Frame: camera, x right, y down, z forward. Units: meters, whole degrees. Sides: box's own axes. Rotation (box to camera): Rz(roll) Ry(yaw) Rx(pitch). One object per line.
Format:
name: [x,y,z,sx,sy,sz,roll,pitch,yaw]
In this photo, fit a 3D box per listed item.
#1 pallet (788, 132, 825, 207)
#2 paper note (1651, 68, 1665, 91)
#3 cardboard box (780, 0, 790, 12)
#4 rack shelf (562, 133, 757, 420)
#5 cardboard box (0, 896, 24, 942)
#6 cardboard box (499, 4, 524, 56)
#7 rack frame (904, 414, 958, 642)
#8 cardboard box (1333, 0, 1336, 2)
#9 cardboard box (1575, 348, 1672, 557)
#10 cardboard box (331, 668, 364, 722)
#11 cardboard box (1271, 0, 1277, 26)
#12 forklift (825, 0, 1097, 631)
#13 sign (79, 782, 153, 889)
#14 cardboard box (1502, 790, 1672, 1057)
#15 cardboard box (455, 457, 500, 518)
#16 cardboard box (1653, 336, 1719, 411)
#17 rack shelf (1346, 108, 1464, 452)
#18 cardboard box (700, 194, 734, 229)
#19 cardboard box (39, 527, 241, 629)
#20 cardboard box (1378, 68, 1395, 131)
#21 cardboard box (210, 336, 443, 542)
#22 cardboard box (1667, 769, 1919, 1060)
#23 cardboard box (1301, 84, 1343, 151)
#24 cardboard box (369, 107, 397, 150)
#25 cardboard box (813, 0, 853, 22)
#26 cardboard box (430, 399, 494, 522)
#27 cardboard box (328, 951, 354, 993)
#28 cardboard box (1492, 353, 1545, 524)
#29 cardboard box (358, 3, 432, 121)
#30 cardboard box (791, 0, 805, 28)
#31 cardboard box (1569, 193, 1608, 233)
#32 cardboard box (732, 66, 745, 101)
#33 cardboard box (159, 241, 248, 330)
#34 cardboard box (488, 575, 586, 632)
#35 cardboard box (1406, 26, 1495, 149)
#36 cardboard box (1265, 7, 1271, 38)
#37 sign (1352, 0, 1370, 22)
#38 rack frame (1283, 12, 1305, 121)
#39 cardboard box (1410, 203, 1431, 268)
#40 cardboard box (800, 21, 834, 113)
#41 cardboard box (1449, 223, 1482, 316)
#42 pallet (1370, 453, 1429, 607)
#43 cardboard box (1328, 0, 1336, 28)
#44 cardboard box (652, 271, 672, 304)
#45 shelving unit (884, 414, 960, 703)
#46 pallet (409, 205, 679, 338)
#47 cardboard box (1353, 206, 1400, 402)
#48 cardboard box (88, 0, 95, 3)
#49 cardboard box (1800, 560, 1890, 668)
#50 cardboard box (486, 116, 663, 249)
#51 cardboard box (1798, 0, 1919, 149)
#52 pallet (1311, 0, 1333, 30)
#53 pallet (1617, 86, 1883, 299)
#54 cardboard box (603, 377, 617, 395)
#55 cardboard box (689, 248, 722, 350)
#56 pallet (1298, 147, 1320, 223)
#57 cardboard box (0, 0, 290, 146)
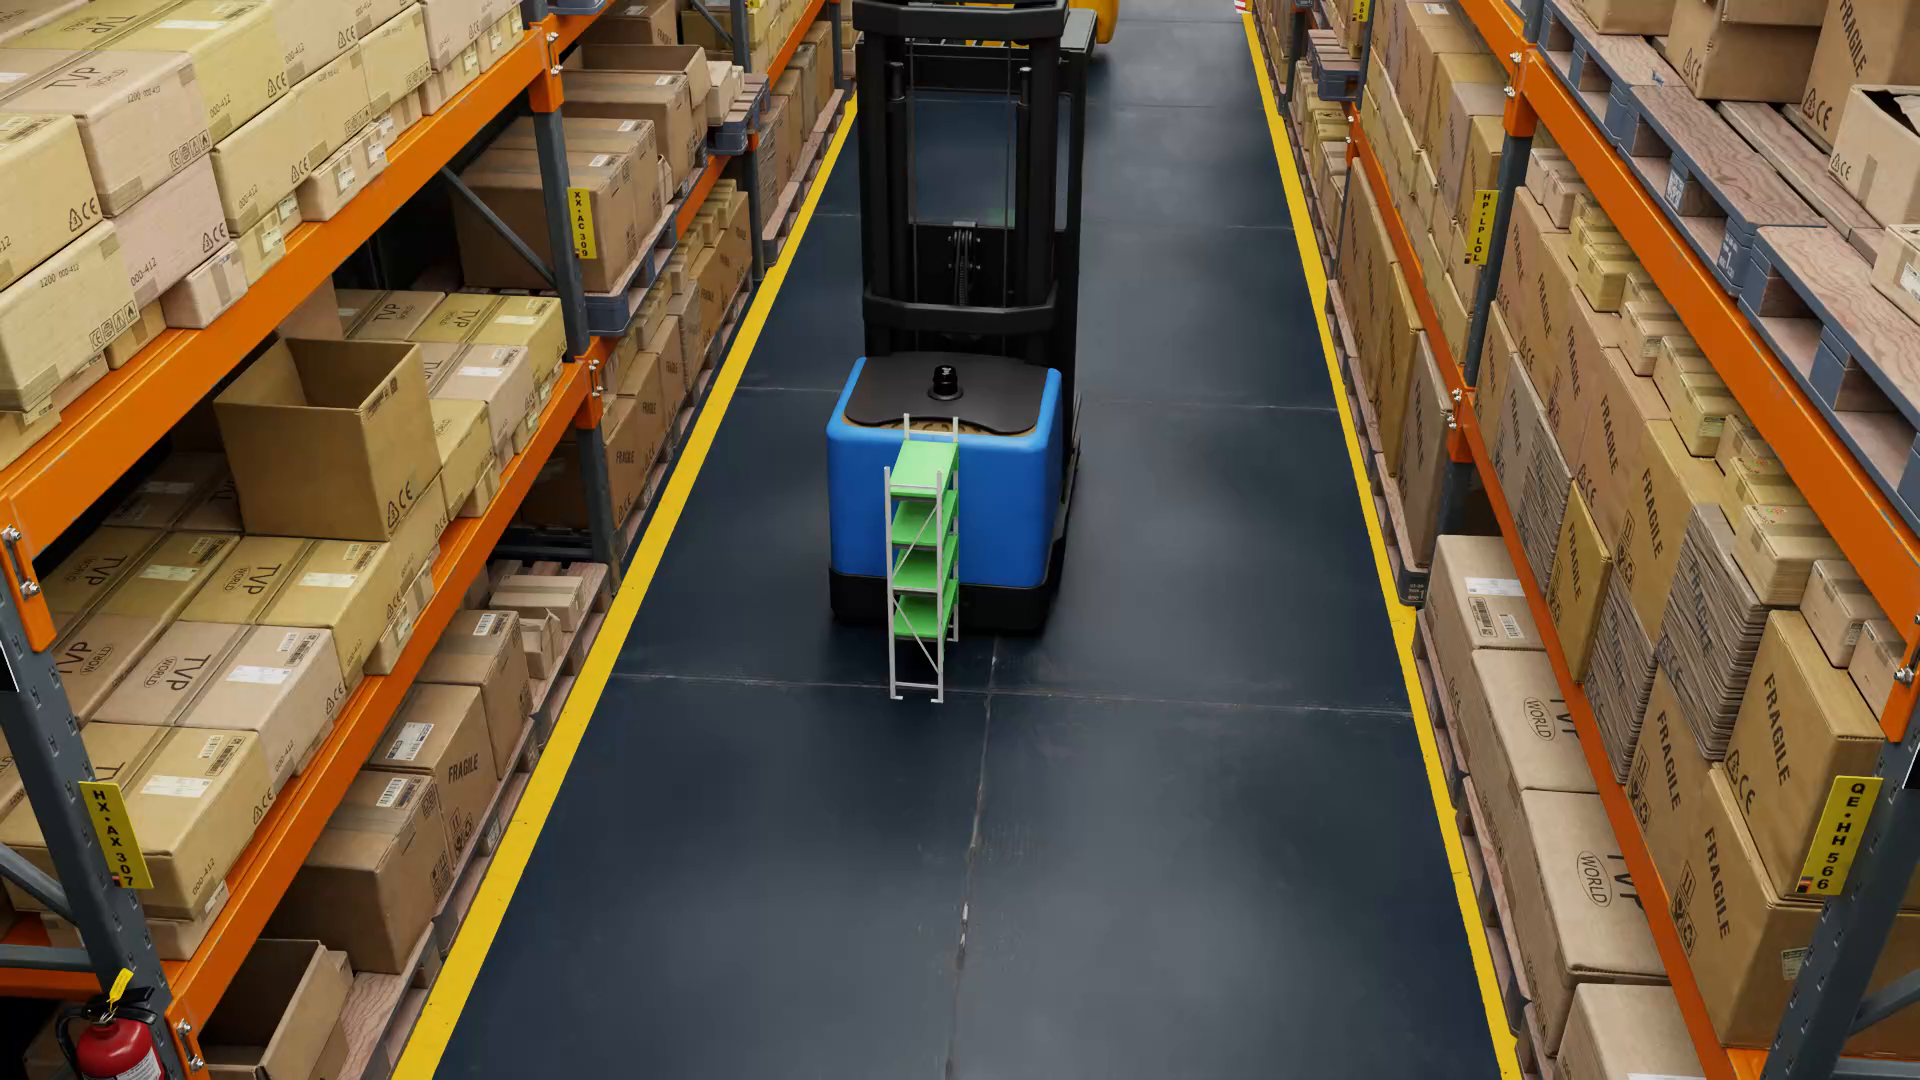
pallet: [-1.677,-3.015,13.441,1.003,0.211,1.213,2,32,4]
paper note: [2.002,-1.325,4.777,0.006,0.032,0.123,3,32,4]
cardboard box: [-1.503,-4.043,12.117,0.500,0.250,0.500,2,32,3]
rack shelf: [-2.048,-1.785,9.473,1.077,0.370,4.000,2,32,4]
cardboard box: [-2.777,0.968,4.559,0.380,0.149,0.250,2,32,3]
cardboard box: [-1.946,-2.015,6.541,0.380,0.149,0.250,2,32,4]
rack frame: [-0.128,-0.036,7.665,0.240,1.200,0.015,4,32,7]
cardboard box: [2.893,-4.060,11.699,0.500,0.500,0.500,0,32,1]
cardboard box: [2.313,-0.270,5.281,0.500,0.500,0.500,2,32,4]
cardboard box: [-2.177,0.450,5.400,0.380,0.149,0.250,3,32,5]
cardboard box: [3.249,-5.200,15.835,0.500,0.500,0.500,4,32,7]
forklift: [0.087,-1.571,8.506,1.130,2.935,3.031,4,32,7]
sign: [-1.996,0.700,3.929,0.100,0.325,0.005,2,32,4]
cardboard box: [2.431,1.340,5.759,0.875,0.438,0.875,3,32,5]
cardboard box: [-2.023,-0.216,6.482,0.380,0.149,0.250,2,32,3]
cardboard box: [2.330,-0.491,5.020,0.380,0.149,0.250,3,32,6]
rack shelf: [2.899,-1.575,9.133,1.077,0.370,4.000,2,32,4]
cardboard box: [-1.664,-2.115,10.687,0.380,0.149,0.250,1,32,1]
cardboard box: [-2.675,0.203,5.421,0.500,0.250,0.500,3,32,6]
cardboard box: [2.732,-2.552,9.698,0.500,0.250,0.500,3,32,5]
cardboard box: [-2.109,-0.346,5.597,0.500,0.500,0.500,3,32,5]
cardboard box: [2.186,0.950,4.254,0.500,0.500,0.500,3,32,4]
cardboard box: [3.293,-3.428,13.559,0.950,0.372,0.625,4,32,7]
cardboard box: [-2.089,-1.348,5.459,0.380,0.149,0.250,3,32,4]
cardboard box: [-1.207,-4.902,15.113,0.500,0.250,0.500,2,32,3]
cardboard box: [-2.089,-0.309,6.252,0.500,0.250,0.500,2,32,4]
cardboard box: [-2.319,1.545,5.702,0.380,0.149,0.250,1,32,2]
cardboard box: [2.392,-0.381,6.414,0.500,0.500,0.500,3,32,4]
cardboard box: [-2.086,-1.583,5.460,0.500,0.250,0.500,3,32,5]
cardboard box: [-1.481,-4.099,12.685,0.500,0.250,0.500,3,32,6]
cardboard box: [2.469,-1.156,6.100,0.380,0.149,0.250,2,32,3]
cardboard box: [-1.556,-2.849,10.353,0.380,0.149,0.250,3,32,5]
cardboard box: [-2.123,-0.678,4.372,0.380,0.149,0.250,3,32,5]
cardboard box: [-1.964,0.293,7.732,0.380,0.149,0.250,2,32,2]
cardboard box: [2.646,-2.355,8.663,0.500,0.500,0.500,3,32,5]
cardboard box: [3.291,-5.156,16.478,0.500,0.250,0.500,5,32,7]
sign: [2.521,-3.405,10.387,0.100,0.325,0.005,2,32,4]
rack frame: [3.388,-5.019,14.035,1.000,3.000,0.127,2,32,4]
cardboard box: [2.625,-1.546,8.543,0.500,0.250,0.500,2,32,3]
cardboard box: [-1.591,-4.123,14.445,0.875,0.625,0.625,4,32,6]
cardboard box: [2.530,-1.226,7.546,0.500,0.250,0.500,2,32,4]
pallet: [2.724,-0.055,8.638,1.003,0.211,1.213,2,32,4]
cardboard box: [2.817,-3.733,11.788,0.380,0.149,0.250,3,32,5]
cardboard box: [-1.880,-1.441,9.592,0.380,0.149,0.250,3,32,4]
shelving unit: [-0.162,0.090,7.460,0.258,1.200,0.503,4,32,7]
pallet: [-2.037,-1.377,8.309,1.003,0.211,1.213,2,32,4]
cardboard box: [2.846,-1.378,9.751,0.875,0.875,0.875,3,32,5]
cardboard box: [-2.636,-1.553,4.935,0.500,0.250,0.500,2,32,4]
cardboard box: [2.237,0.182,3.930,0.380,0.149,0.250,3,32,5]
cardboard box: [-1.906,-1.781,8.286,0.700,0.500,0.500,3,32,5]
cardboard box: [2.725,-1.333,4.603,0.500,0.500,0.500,3,32,5]
pallet: [3.183,-3.882,12.374,1.003,0.211,1.213,2,32,4]
pallet: [2.558,-1.011,4.757,1.003,0.211,1.213,2,32,4]
cardboard box: [-1.971,-0.761,8.489,0.380,0.149,0.250,2,32,3]
cardboard box: [-1.797,-1.487,10.285,0.500,0.500,0.500,4,32,6]
pallet: [3.229,-2.785,13.068,1.003,0.211,1.213,2,32,4]
cardboard box: [-2.163,-1.256,4.453,0.500,0.250,0.500,2,32,3]
